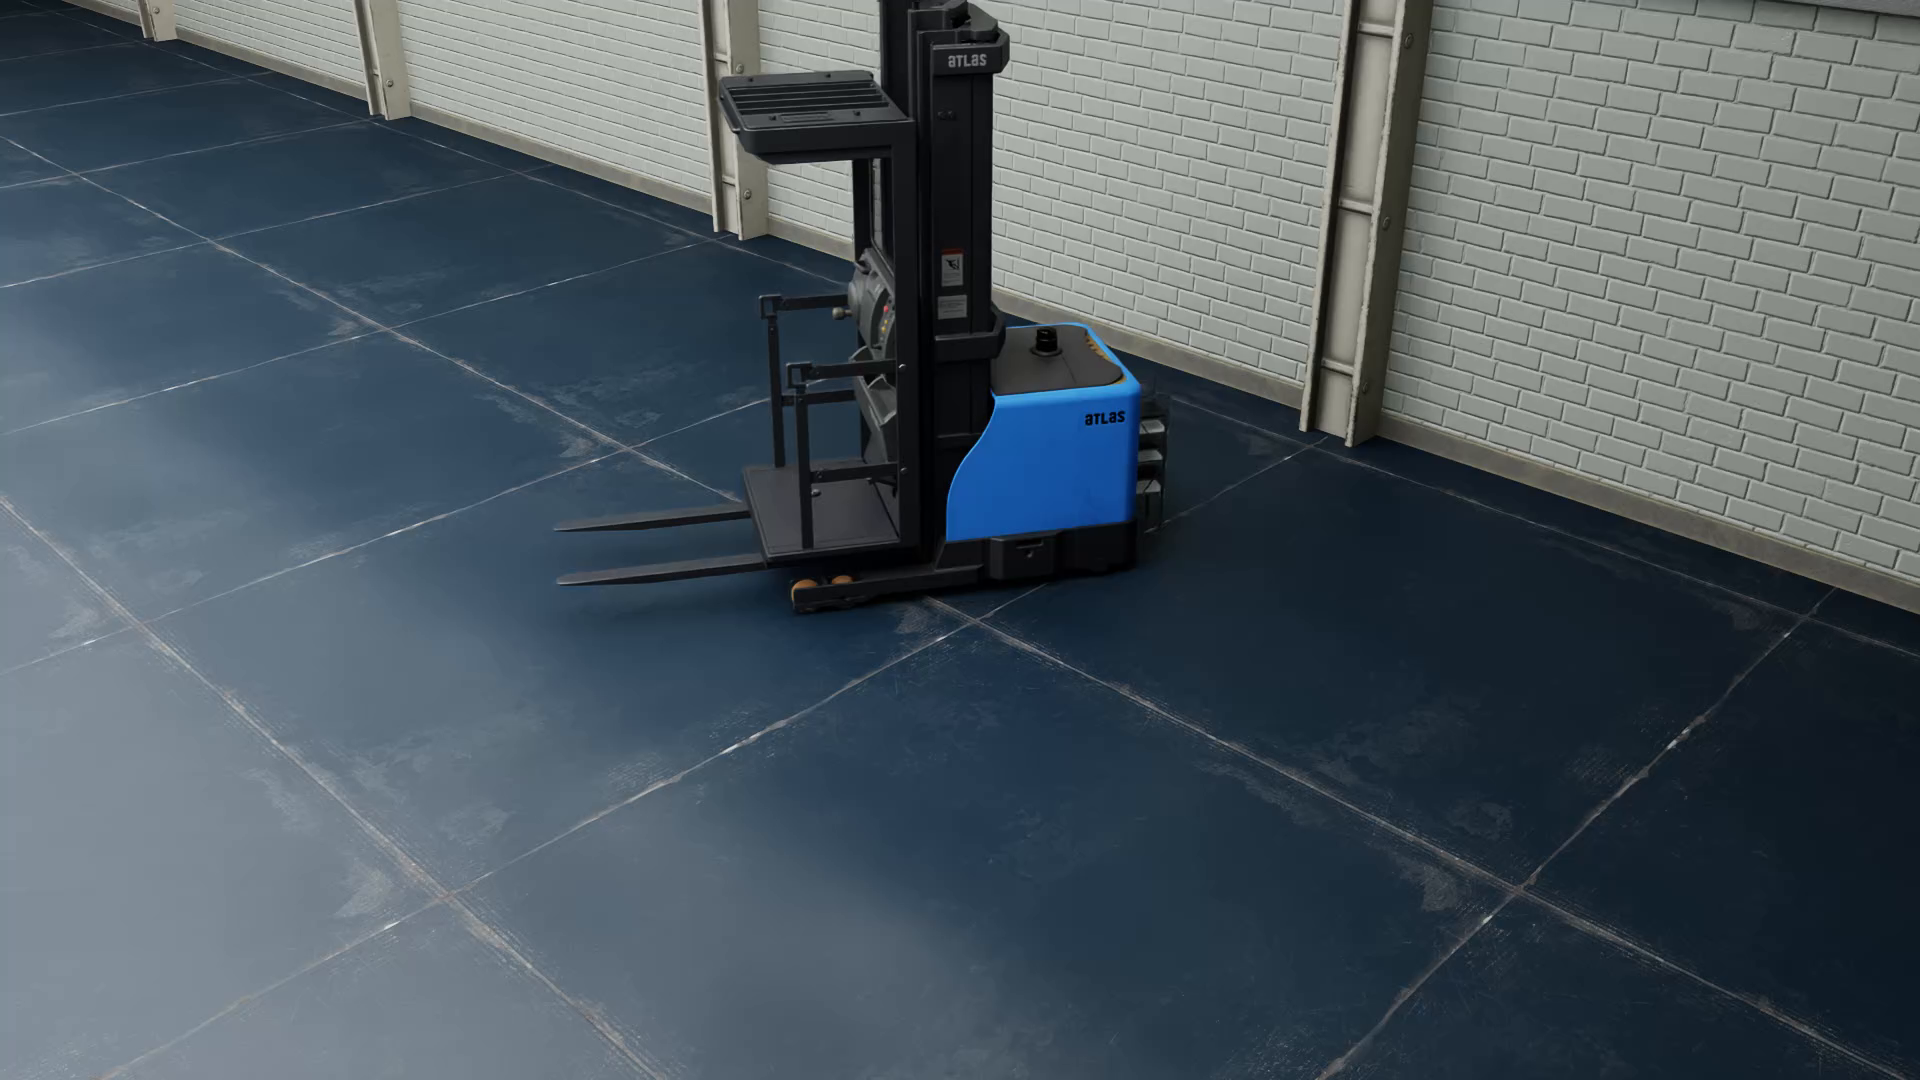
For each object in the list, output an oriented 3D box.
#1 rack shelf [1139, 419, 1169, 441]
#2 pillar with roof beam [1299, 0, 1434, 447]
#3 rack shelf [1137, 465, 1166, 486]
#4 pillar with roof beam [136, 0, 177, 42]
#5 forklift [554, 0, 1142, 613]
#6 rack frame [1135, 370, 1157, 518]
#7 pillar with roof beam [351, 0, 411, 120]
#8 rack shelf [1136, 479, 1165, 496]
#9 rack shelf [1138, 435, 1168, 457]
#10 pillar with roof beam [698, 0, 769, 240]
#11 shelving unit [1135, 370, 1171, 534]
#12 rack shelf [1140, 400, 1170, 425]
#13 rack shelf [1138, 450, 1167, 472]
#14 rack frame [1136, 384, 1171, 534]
[{"bbox_3d":[0.987,-0.600,9.109,0.258,0.077,0.200,-7,29,-13],"label":"rack shelf"},{"bbox_3d":[-0.613,-3.245,5.752,0.400,9.000,9.100,25,36,38],"label":"pillar with roof beam"},{"bbox_3d":[0.987,-0.361,9.235,0.258,0.077,0.200,-7,29,-13],"label":"rack shelf"},{"bbox_3d":[-13.448,-9.118,16.922,0.400,9.000,9.100,25,36,38],"label":"pillar with roof beam"},{"bbox_3d":[-0.629,-1.195,8.373,3.031,2.935,1.130,-6,28,-12],"label":"forklift"},{"bbox_3d":[0.961,-0.516,9.265,0.240,0.900,0.006,-7,29,-13],"label":"rack frame"},{"bbox_3d":[-9.170,-7.160,13.198,0.400,9.000,9.100,25,36,38],"label":"pillar with roof beam"},{"bbox_3d":[0.987,-0.282,9.277,0.258,0.077,0.200,-7,29,-13],"label":"rack shelf"},{"bbox_3d":[0.987,-0.521,9.151,0.258,0.077,0.200,-7,29,-13],"label":"rack shelf"},{"bbox_3d":[-4.891,-5.203,9.475,0.400,9.000,9.100,25,36,38],"label":"pillar with roof beam"},{"bbox_3d":[0.987,-0.470,9.178,0.258,0.900,0.210,-7,29,-13],"label":"shelving unit"},{"bbox_3d":[0.987,-0.680,9.068,0.258,0.077,0.200,-7,29,-13],"label":"rack shelf"},{"bbox_3d":[0.987,-0.441,9.193,0.258,0.077,0.200,-7,29,-13],"label":"rack shelf"},{"bbox_3d":[1.013,-0.425,9.091,0.240,0.900,0.006,-7,29,-13],"label":"rack frame"}]
